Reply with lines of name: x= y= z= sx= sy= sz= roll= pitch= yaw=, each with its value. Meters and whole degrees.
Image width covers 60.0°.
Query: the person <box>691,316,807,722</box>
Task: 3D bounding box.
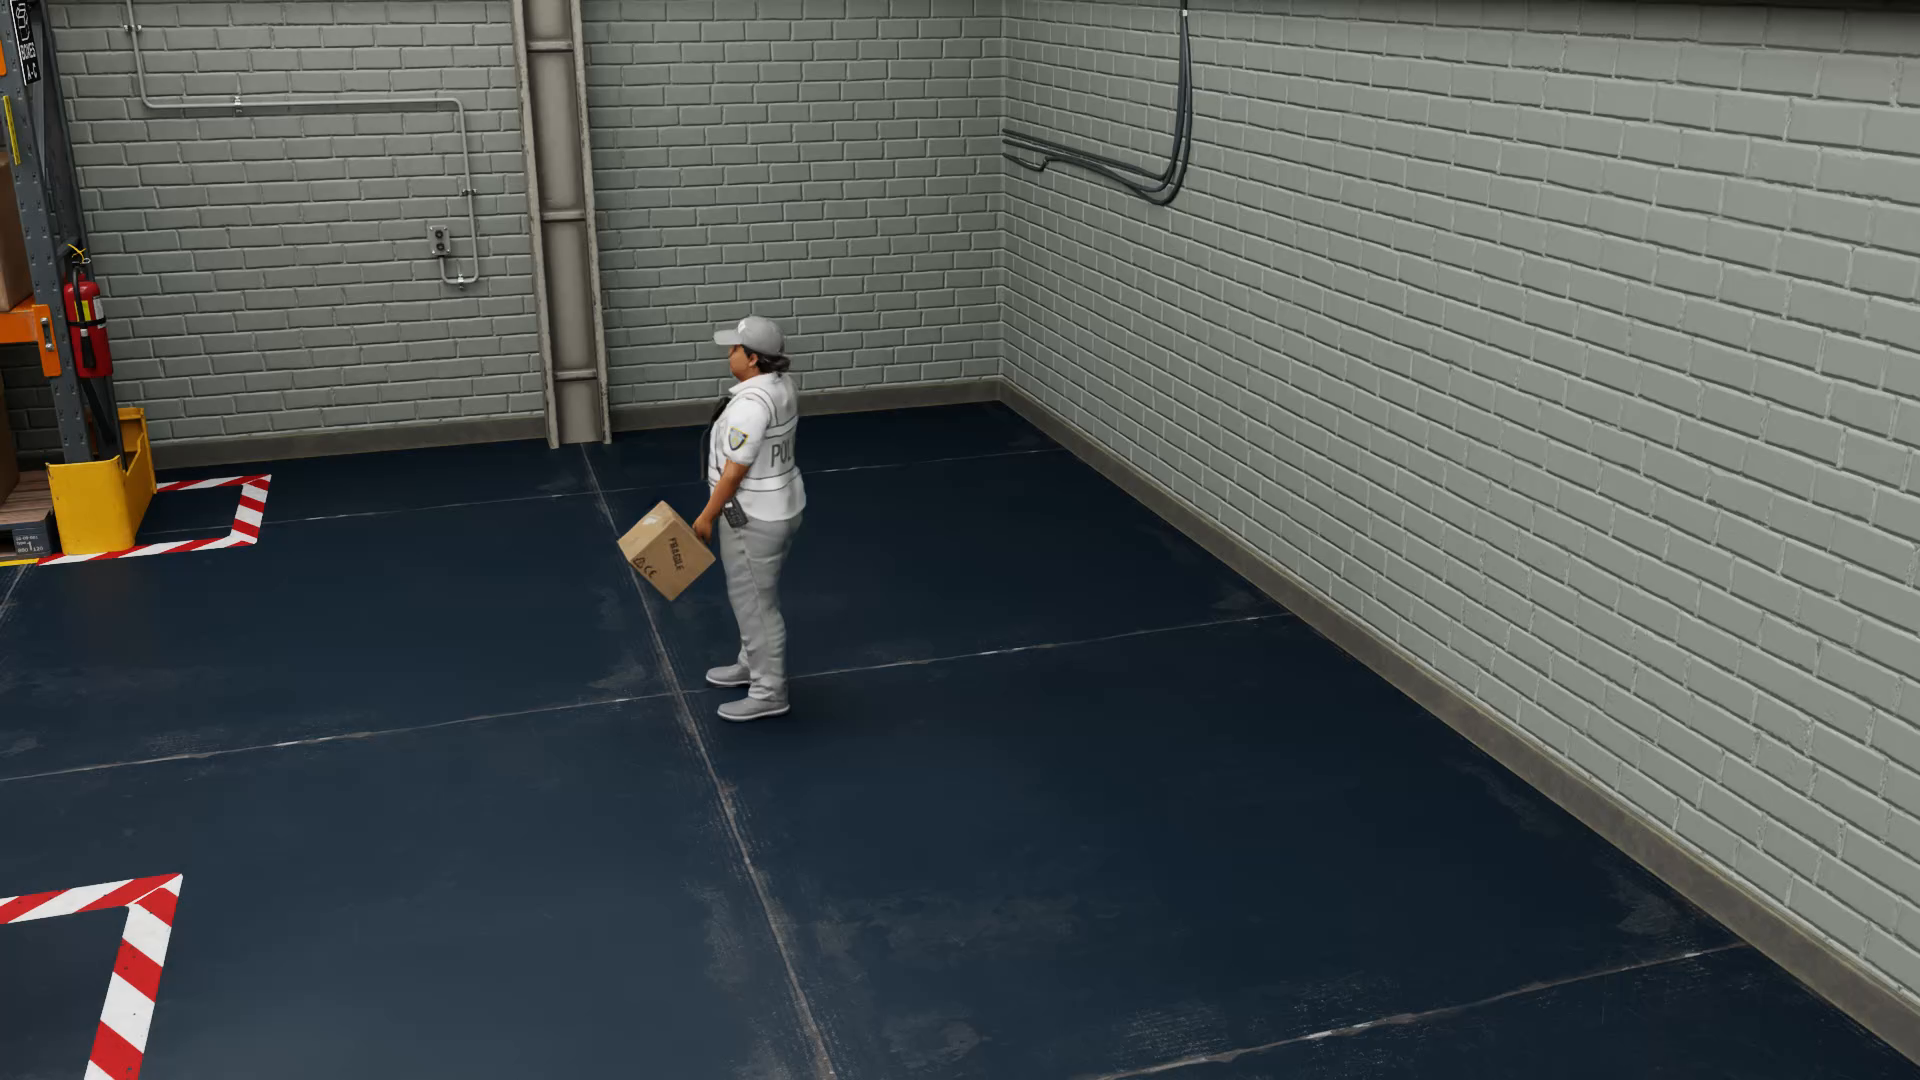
person: x=-0.895 y=-0.094 z=6.800 sx=0.511 sy=1.669 sz=0.512 roll=4 pitch=20 yaw=11
